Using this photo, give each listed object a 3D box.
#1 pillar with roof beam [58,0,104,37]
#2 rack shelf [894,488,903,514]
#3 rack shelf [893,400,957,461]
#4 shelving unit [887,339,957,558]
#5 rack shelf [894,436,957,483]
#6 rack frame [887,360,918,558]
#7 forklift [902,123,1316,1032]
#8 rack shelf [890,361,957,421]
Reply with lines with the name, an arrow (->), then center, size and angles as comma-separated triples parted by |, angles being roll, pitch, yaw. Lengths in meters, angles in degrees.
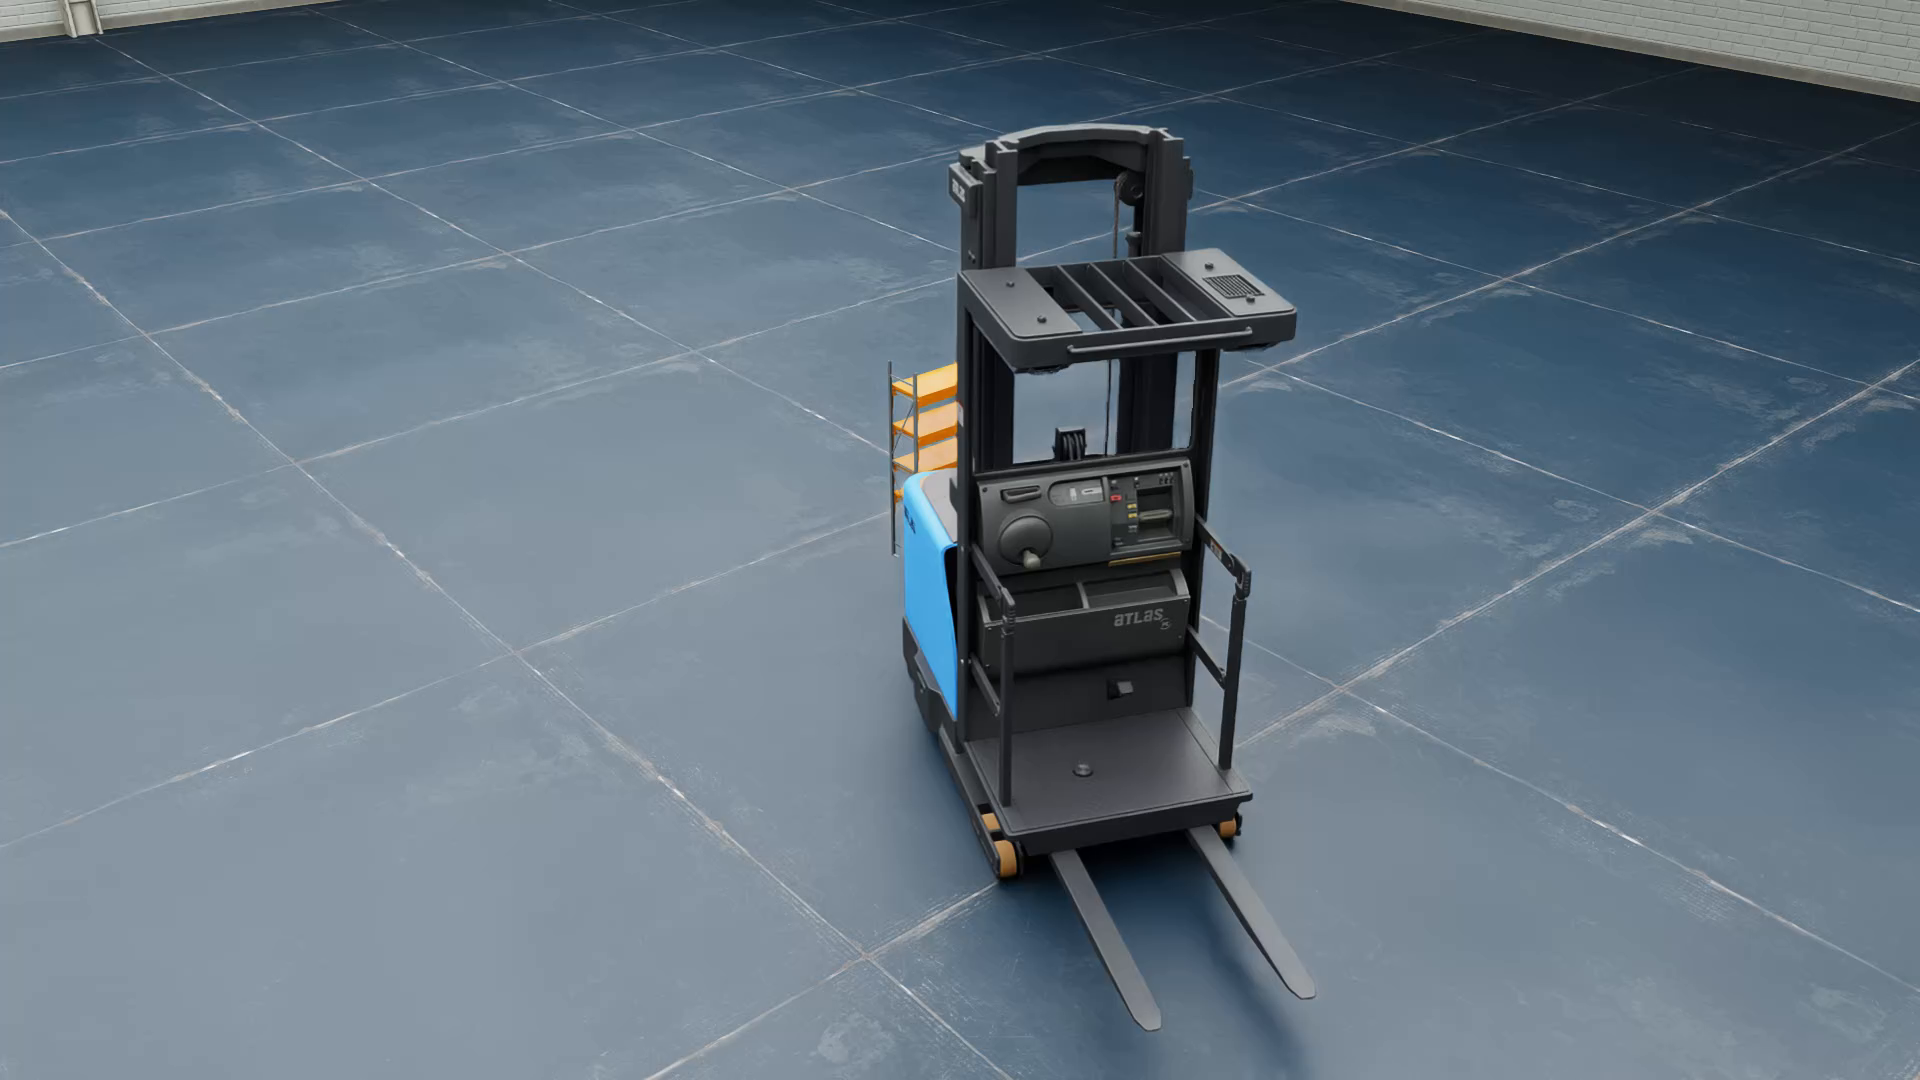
pillar with roof beam -> -9.131, -9.324, 17.649 | 0.400, 9.000, 9.100 | -22, 35, -35
rack shelf -> -0.126, -0.244, 9.498 | 0.480, 0.148, 0.258 | -22, 35, -35
rack shelf -> -0.126, -0.616, 9.299 | 0.480, 0.148, 0.258 | -22, 35, -35
shelving unit -> -0.126, -0.479, 9.372 | 0.503, 1.200, 0.258 | -22, 35, -35
rack shelf -> -0.126, -0.419, 9.404 | 0.480, 0.148, 0.258 | -22, 35, -35
rack frame -> -0.312, -0.404, 9.233 | 0.015, 1.200, 0.240 | -22, 35, -35
forklift -> 0.592, -0.060, 6.753 | 1.130, 2.935, 3.031 | -7, 29, -14
rack shelf -> -0.126, -0.825, 9.187 | 0.480, 0.148, 0.258 | -22, 35, -35
